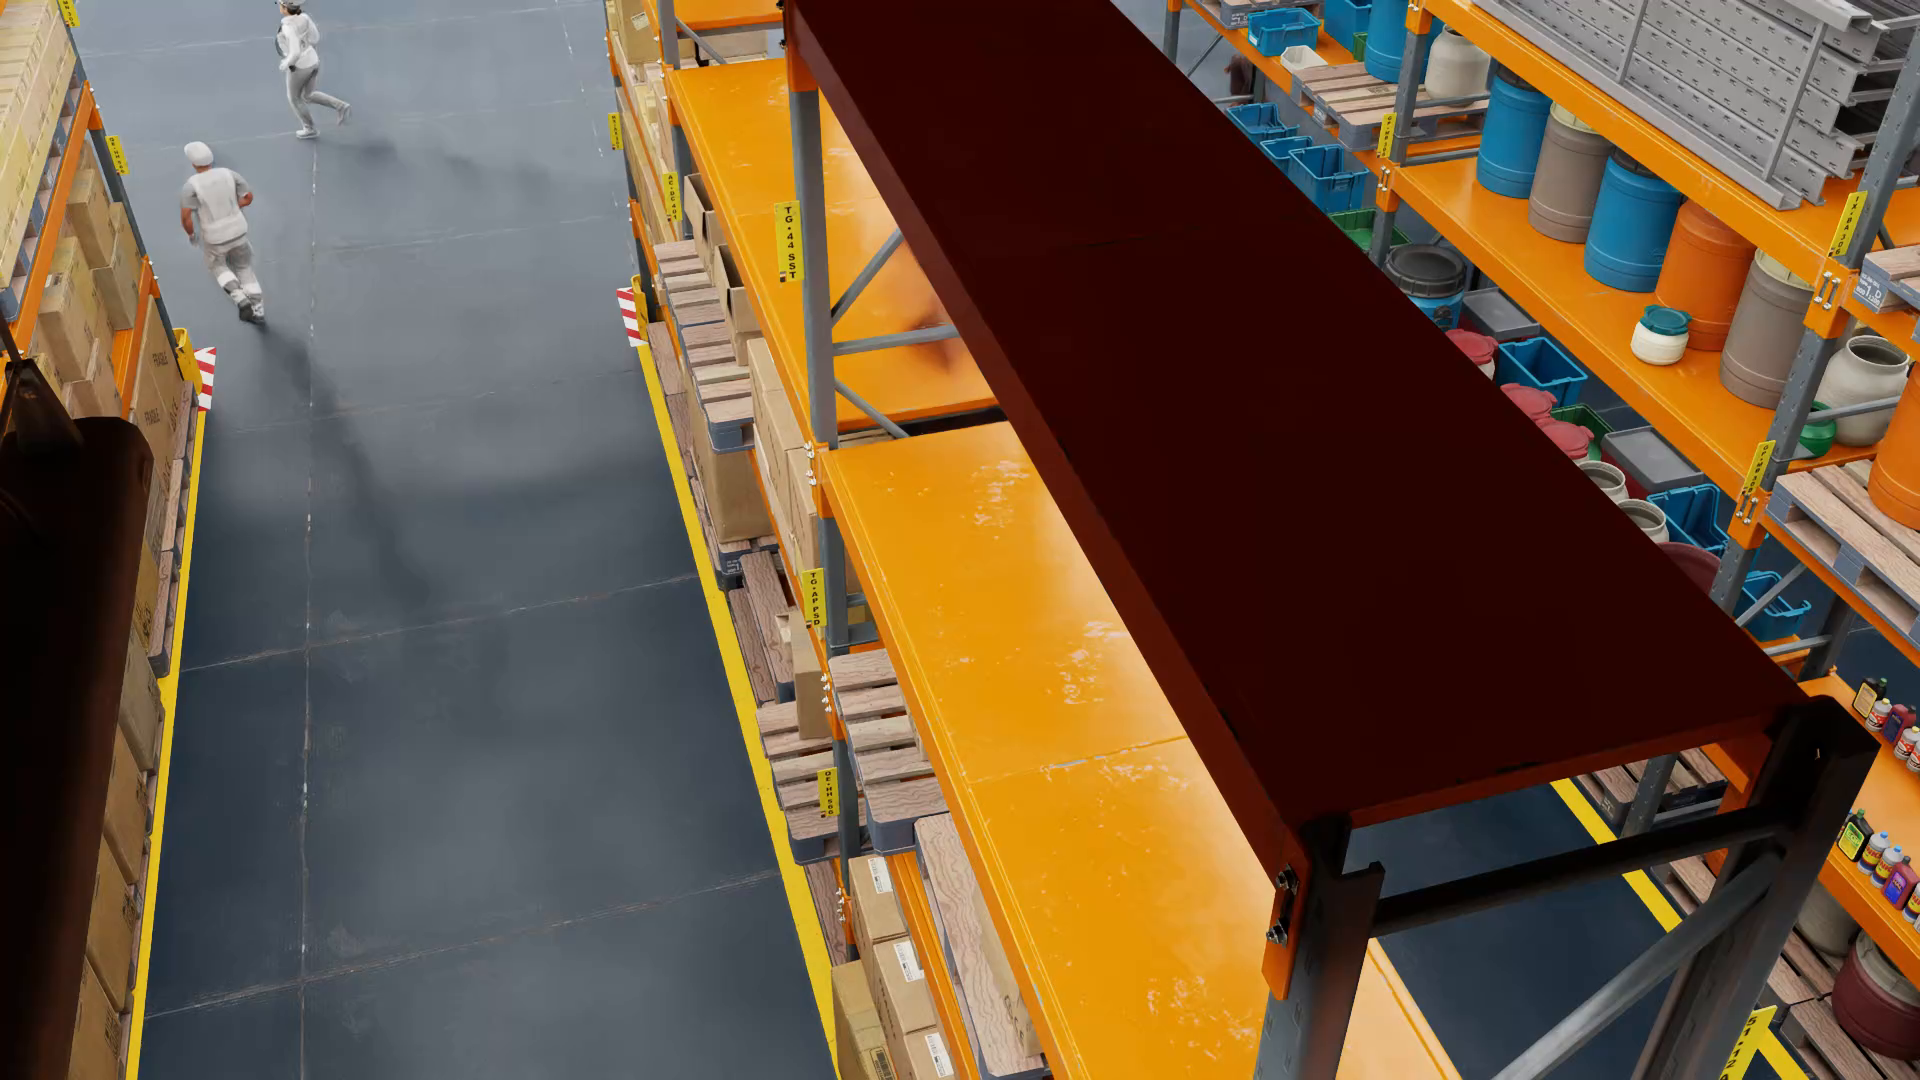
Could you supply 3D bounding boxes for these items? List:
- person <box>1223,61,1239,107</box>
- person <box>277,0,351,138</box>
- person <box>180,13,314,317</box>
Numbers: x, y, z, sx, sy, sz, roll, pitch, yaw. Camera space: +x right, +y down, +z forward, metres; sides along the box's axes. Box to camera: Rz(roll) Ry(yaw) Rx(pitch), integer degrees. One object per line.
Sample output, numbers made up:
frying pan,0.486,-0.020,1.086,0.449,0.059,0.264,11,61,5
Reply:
person,2.913,-4.527,17.035,0.815,1.669,0.691,30,47,32
person,-7.055,-5.105,17.946,0.696,1.671,0.617,7,39,9
person,-6.899,-3.943,16.349,2.842,1.684,3.647,-30,47,-32
